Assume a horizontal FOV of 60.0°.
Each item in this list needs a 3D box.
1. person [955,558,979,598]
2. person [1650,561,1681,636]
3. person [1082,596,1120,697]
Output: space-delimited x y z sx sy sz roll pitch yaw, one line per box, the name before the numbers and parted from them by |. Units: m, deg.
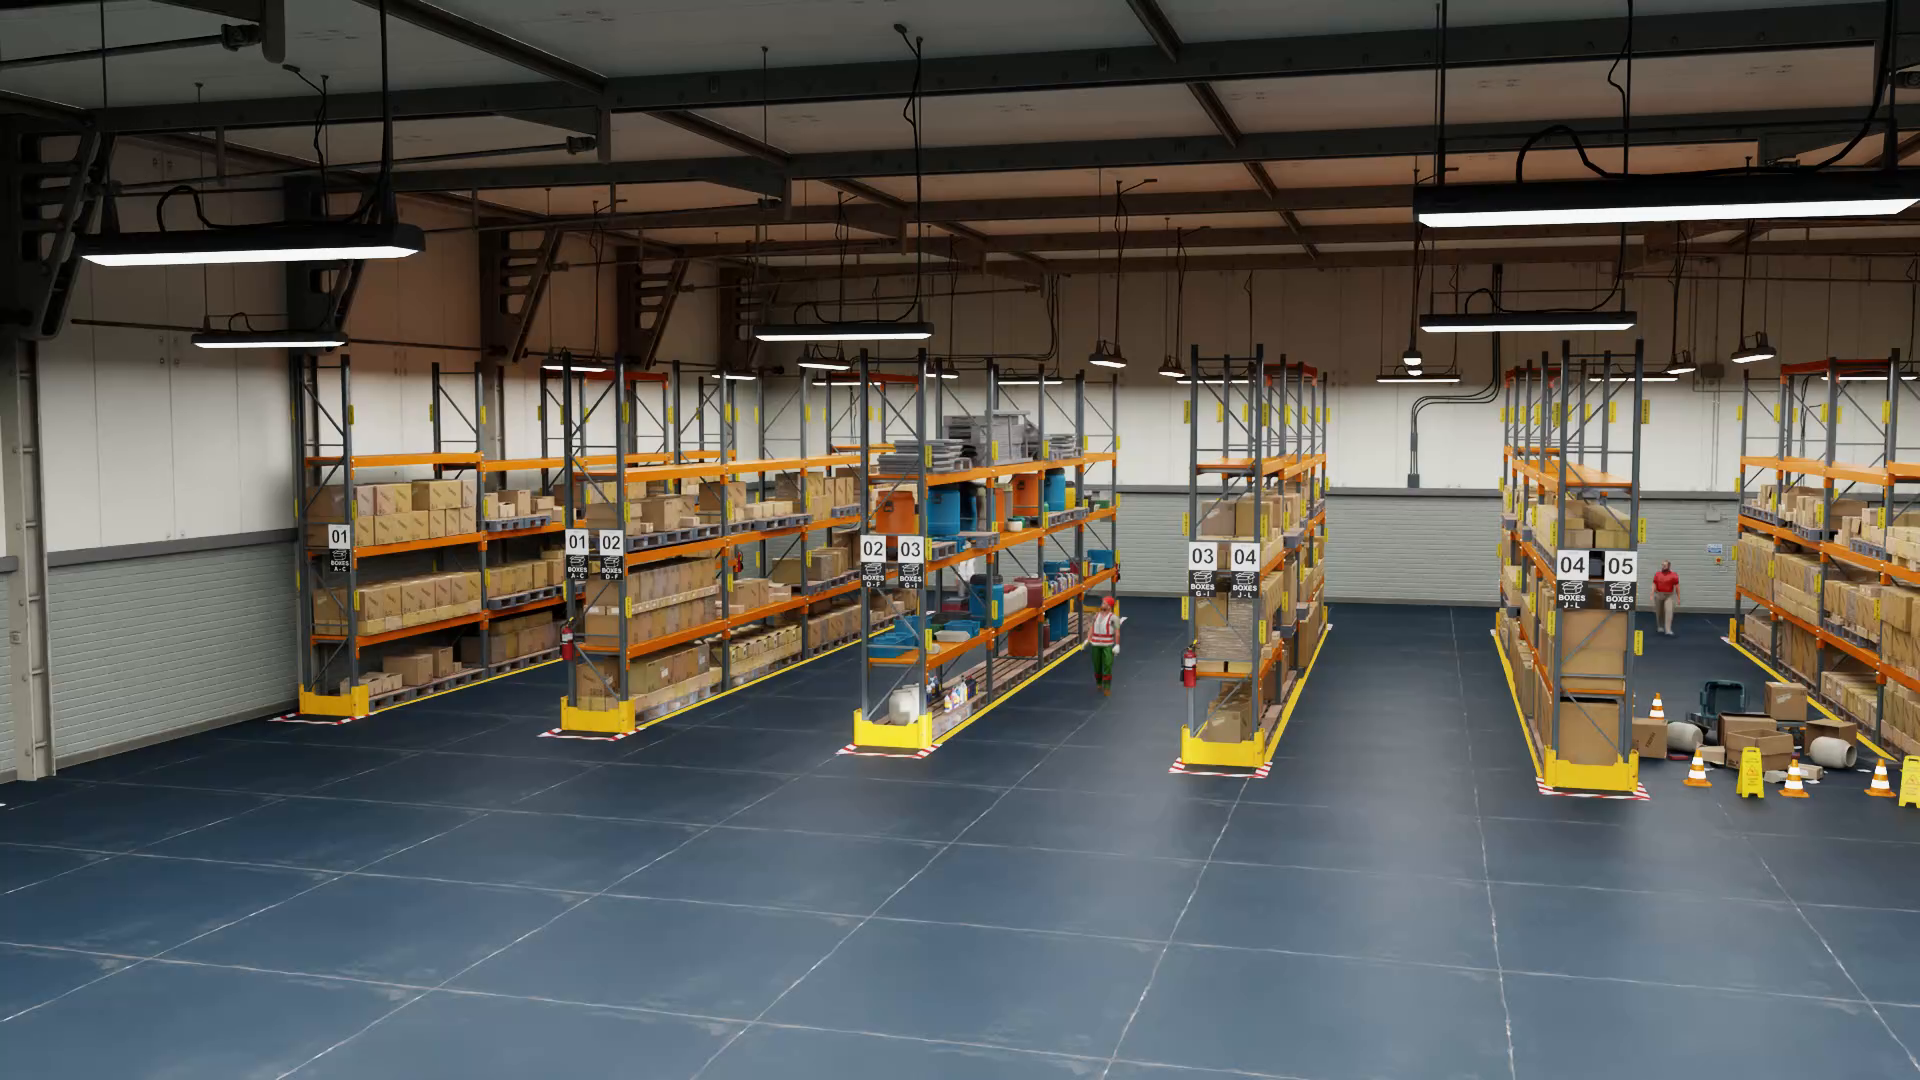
person | 0.161 1.002 41.572 0.593 1.760 0.549 0 4 -7
person | 16.059 1.311 37.862 0.646 1.677 1.024 2 5 28
person | 2.509 1.871 29.573 0.668 1.717 1.006 1 4 8
